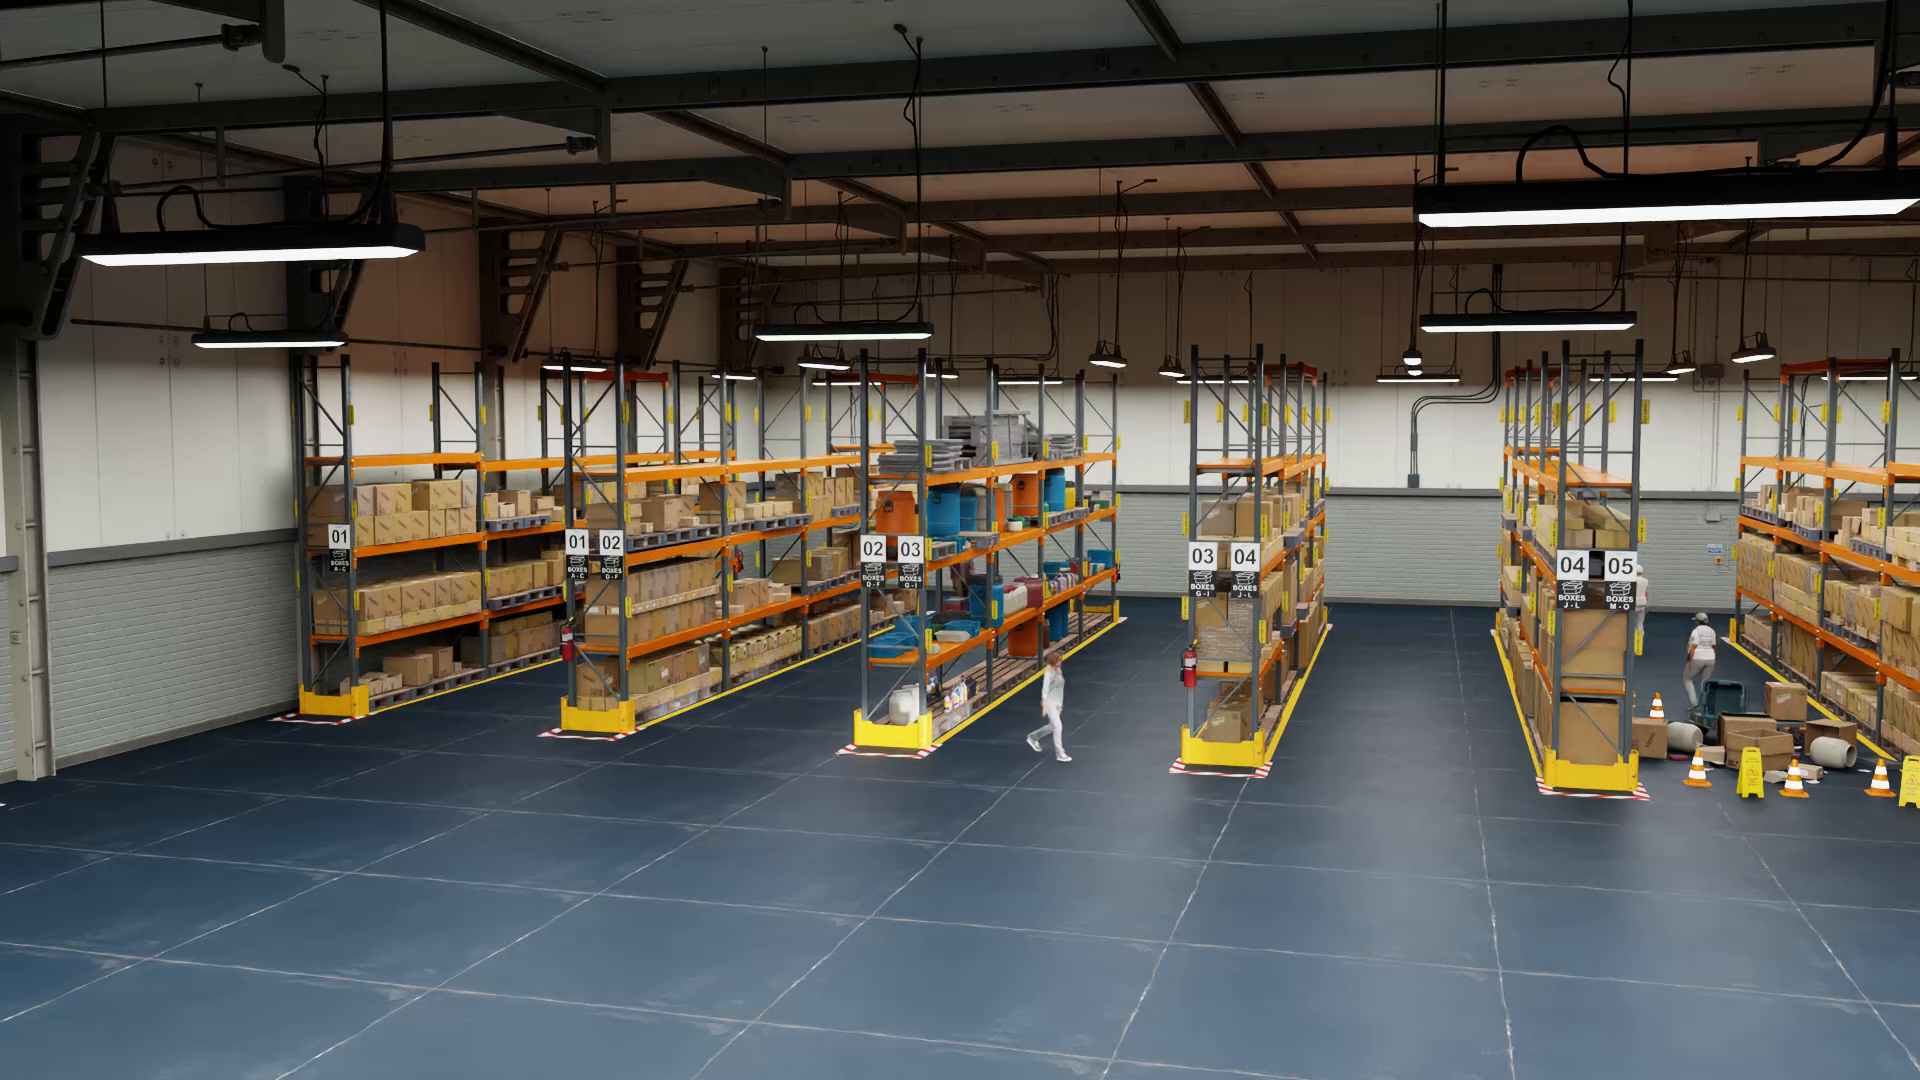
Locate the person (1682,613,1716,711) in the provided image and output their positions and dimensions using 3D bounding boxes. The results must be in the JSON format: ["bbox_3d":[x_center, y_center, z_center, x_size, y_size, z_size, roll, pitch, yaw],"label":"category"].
[{"bbox_3d":[12.532,2.086,28.155,0.527,1.710,0.420,-1,4,-11],"label":"person"}]

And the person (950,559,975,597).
[{"bbox_3d":[0.070,1.002,41.657,0.621,1.720,1.169,0,4,-2],"label":"person"}]

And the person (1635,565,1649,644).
[{"bbox_3d":[14.589,1.428,35.776,0.603,1.791,0.472,-2,5,-25],"label":"person"}]

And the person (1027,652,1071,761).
[{"bbox_3d":[1.322,2.396,24.239,0.830,1.559,0.453,3,5,31],"label":"person"}]
